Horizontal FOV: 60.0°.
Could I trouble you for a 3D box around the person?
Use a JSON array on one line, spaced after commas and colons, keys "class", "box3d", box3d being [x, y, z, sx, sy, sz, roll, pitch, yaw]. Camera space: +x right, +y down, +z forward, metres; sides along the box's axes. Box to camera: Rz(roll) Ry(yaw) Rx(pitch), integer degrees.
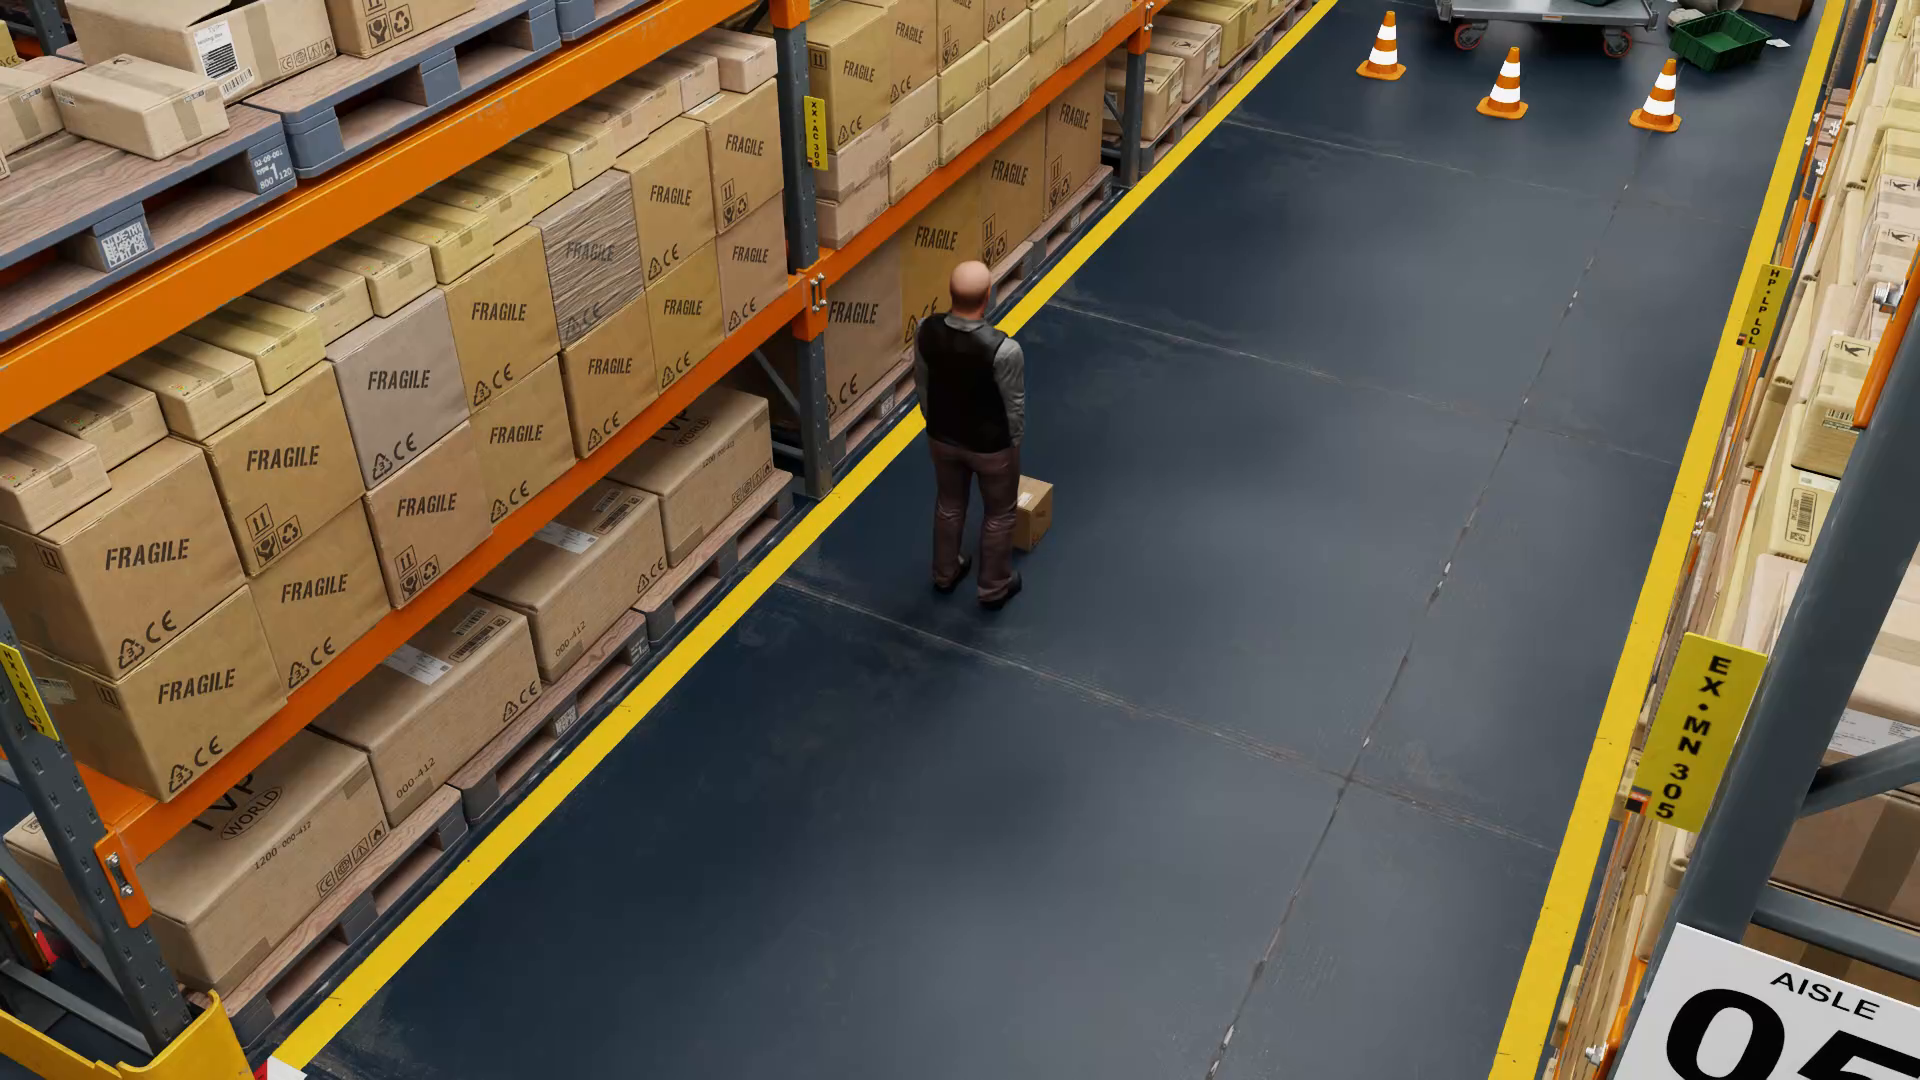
[{"class": "person", "box3d": [0.050, -0.464, 7.380, 0.534, 1.714, 0.344, 18, 41, 22]}]
